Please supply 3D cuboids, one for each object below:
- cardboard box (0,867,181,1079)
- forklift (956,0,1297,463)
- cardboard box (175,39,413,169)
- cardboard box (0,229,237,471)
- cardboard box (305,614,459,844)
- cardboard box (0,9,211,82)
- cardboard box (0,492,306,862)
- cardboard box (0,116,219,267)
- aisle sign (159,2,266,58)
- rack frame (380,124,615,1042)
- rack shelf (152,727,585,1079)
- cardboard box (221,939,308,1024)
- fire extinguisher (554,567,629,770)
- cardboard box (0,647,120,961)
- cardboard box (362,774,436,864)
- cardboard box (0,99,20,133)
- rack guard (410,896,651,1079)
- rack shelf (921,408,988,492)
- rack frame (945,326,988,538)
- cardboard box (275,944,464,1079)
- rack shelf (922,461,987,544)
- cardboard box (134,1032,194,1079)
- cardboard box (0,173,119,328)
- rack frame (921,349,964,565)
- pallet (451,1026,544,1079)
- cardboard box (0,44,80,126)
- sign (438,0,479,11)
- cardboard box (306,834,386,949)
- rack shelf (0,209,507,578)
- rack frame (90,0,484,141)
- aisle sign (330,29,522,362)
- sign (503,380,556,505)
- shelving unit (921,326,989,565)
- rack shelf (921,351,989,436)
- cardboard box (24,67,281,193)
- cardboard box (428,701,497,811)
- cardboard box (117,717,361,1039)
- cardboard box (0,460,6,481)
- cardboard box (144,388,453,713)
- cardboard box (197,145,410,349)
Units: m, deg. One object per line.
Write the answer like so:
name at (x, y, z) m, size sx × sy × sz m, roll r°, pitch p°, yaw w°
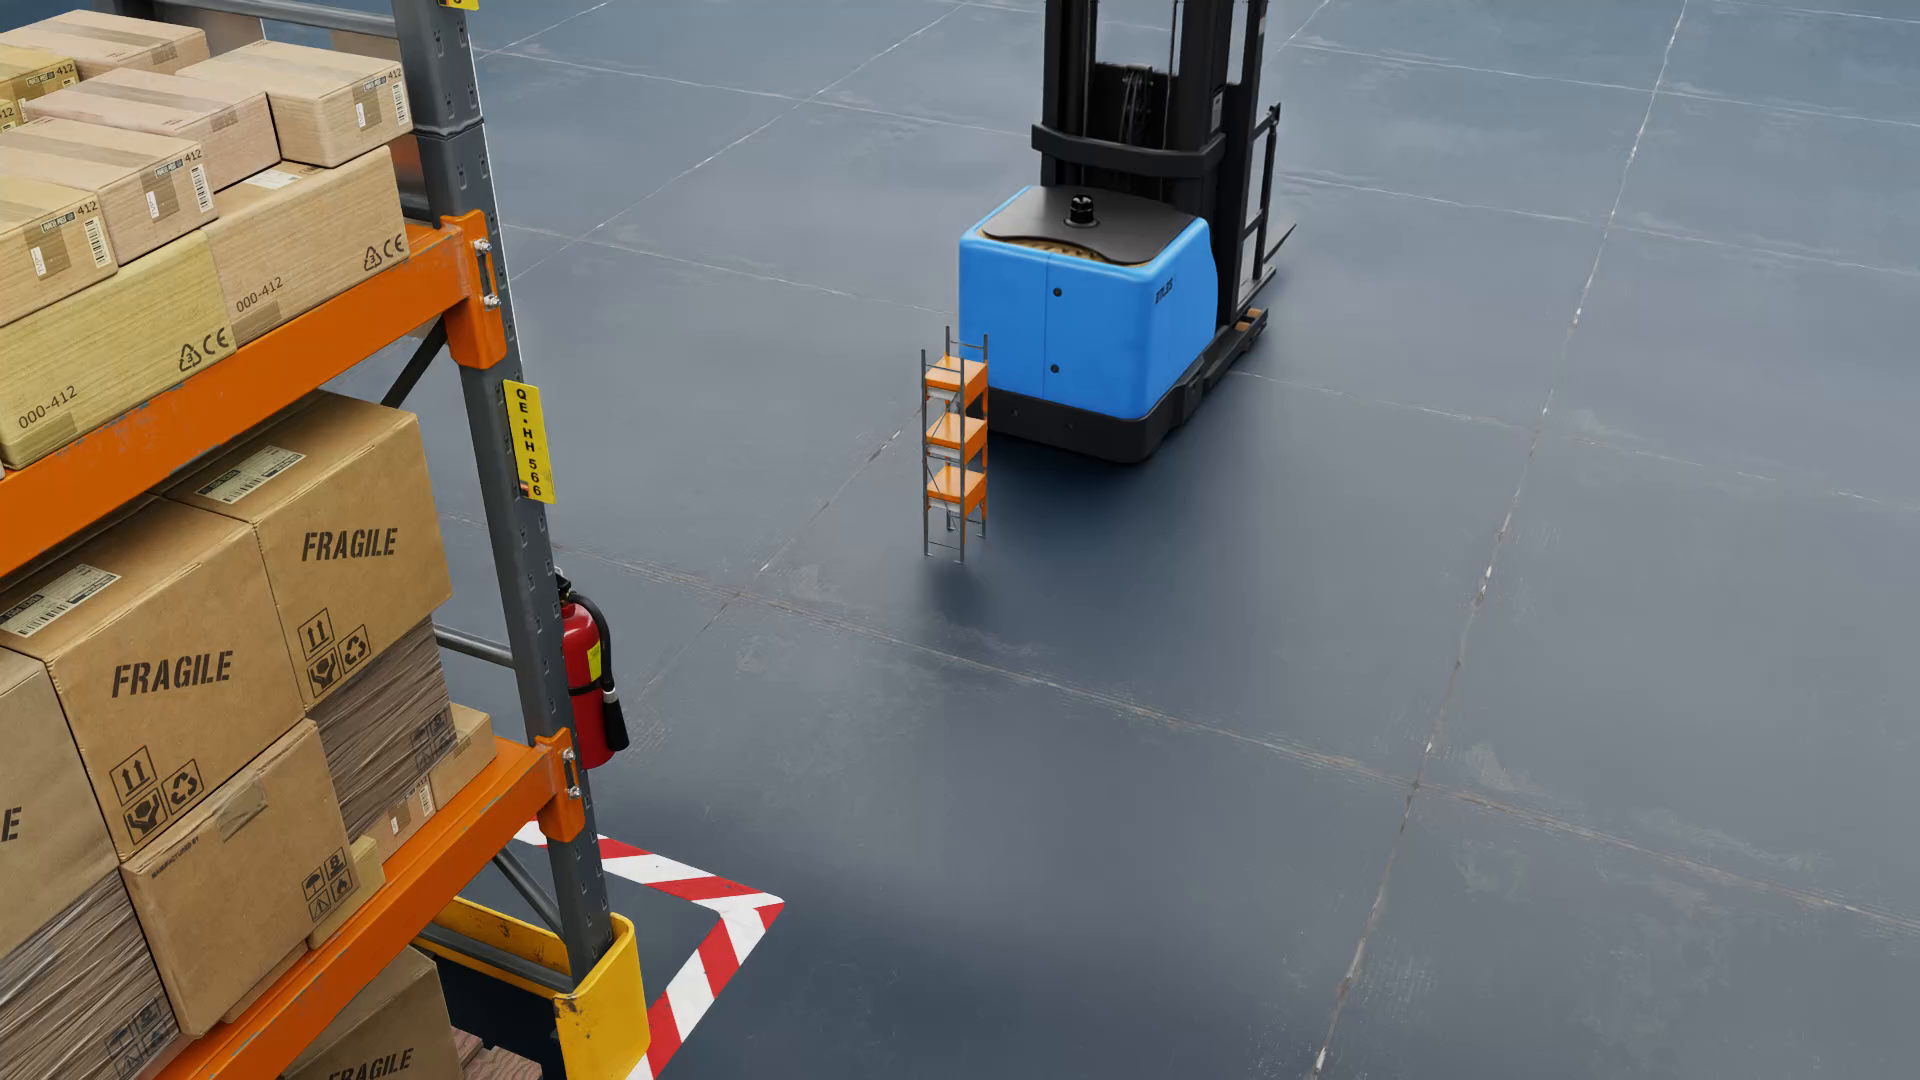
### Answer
cardboard box at (-2.141, 0.862, 3.338) m, size 0.875 × 0.500 × 0.500 m, roll 14°, pitch 36°, yaw 20°
forklift at (1.107, -2.392, 8.724) m, size 1.130 × 2.935 × 3.031 m, roll 16°, pitch 36°, yaw 23°
cardboard box at (-1.370, -0.904, 3.430) m, size 0.380 × 0.149 × 0.250 m, roll 14°, pitch 36°, yaw 20°
cardboard box at (-1.714, -0.399, 3.024) m, size 0.500 × 0.250 × 0.500 m, roll 14°, pitch 36°, yaw 21°
cardboard box at (-1.792, 0.346, 4.124) m, size 0.875 × 0.500 × 0.500 m, roll 14°, pitch 36°, yaw 20°
cardboard box at (-1.862, -1.029, 3.622) m, size 0.380 × 0.149 × 0.250 m, roll 14°, pitch 36°, yaw 20°
cardboard box at (-1.746, 0.241, 3.372) m, size 0.500 × 0.500 × 0.500 m, roll 14°, pitch 36°, yaw 20°
cardboard box at (-1.600, -0.640, 3.027) m, size 0.380 × 0.149 × 0.250 m, roll 13°, pitch 35°, yaw 18°
aisle sign at (-1.783, -0.942, 4.080) m, size 0.394 × 0.787 × 0.004 m, roll 14°, pitch 36°, yaw 20°
rack frame at (-1.537, 0.245, 4.641) m, size 1.000 × 3.000 × 0.127 m, roll 14°, pitch 36°, yaw 20°
rack shelf at (-2.374, 1.542, 3.319) m, size 1.077 × 0.370 × 4.000 m, roll 14°, pitch 36°, yaw 20°
cardboard box at (-1.750, 0.921, 3.839) m, size 0.380 × 0.149 × 0.250 m, roll 14°, pitch 36°, yaw 20°
fire extinguisher at (-1.070, 0.326, 4.588) m, size 0.296 × 0.674 × 0.183 m, roll 14°, pitch 36°, yaw 20°
cardboard box at (-1.958, 0.490, 2.993) m, size 0.500 × 0.500 × 0.500 m, roll 14°, pitch 36°, yaw 20°
cardboard box at (-1.574, 0.664, 4.232) m, size 0.380 × 0.149 × 0.250 m, roll 14°, pitch 36°, yaw 20°
cardboard box at (-2.052, -0.768, 3.224) m, size 0.380 × 0.149 × 0.250 m, roll 14°, pitch 36°, yaw 20°
rack guard at (-1.569, 1.328, 5.269) m, size 1.175 × 0.500 × 0.348 m, roll 14°, pitch 36°, yaw 20°
rack shelf at (-0.022, -0.404, 7.427) m, size 0.215 × 0.259 × 0.240 m, roll 14°, pitch 36°, yaw 20°
rack frame at (0.029, -0.473, 7.514) m, size 0.200 × 1.050 × 0.008 m, roll 14°, pitch 36°, yaw 20°
cardboard box at (-1.813, 1.422, 4.743) m, size 0.500 × 0.500 × 0.500 m, roll 21°, pitch 39°, yaw 29°
rack shelf at (-0.022, -0.171, 7.580) m, size 0.215 × 0.259 × 0.240 m, roll 14°, pitch 36°, yaw 20°
cardboard box at (-1.892, 1.036, 3.664) m, size 0.380 × 0.149 × 0.250 m, roll 14°, pitch 36°, yaw 20°
cardboard box at (-1.683, -0.509, 2.828) m, size 0.380 × 0.149 × 0.250 m, roll 14°, pitch 36°, yaw 21°
rack frame at (-0.073, -0.352, 7.329) m, size 0.200 × 1.050 × 0.008 m, roll 14°, pitch 36°, yaw 20°
pallet at (-1.941, 1.845, 4.743) m, size 1.003 × 0.211 × 1.213 m, roll 14°, pitch 36°, yaw 20°
cardboard box at (-2.058, -0.923, 3.459) m, size 0.380 × 0.149 × 0.250 m, roll 15°, pitch 36°, yaw 22°
sign at (-1.041, -1.242, 3.366) m, size 0.100 × 0.325 × 0.005 m, roll 14°, pitch 36°, yaw 20°
cardboard box at (-1.632, 0.800, 4.024) m, size 0.380 × 0.149 × 0.250 m, roll 14°, pitch 36°, yaw 20°
rack shelf at (-2.374, 0.287, 2.497) m, size 1.077 × 0.370 × 4.000 m, roll 14°, pitch 36°, yaw 20°
rack frame at (-1.537, -2.264, 2.996) m, size 1.000 × 3.000 × 0.127 m, roll 14°, pitch 36°, yaw 20°
aisle sign at (-1.238, -0.804, 3.870) m, size 0.394 × 0.787 × 0.004 m, roll 14°, pitch 36°, yaw 20°
sign at (-1.041, -0.234, 4.027) m, size 0.100 × 0.325 × 0.005 m, roll 14°, pitch 36°, yaw 20°
shelving unit at (-0.022, -0.412, 7.421) m, size 0.215 × 1.050 × 0.252 m, roll 14°, pitch 36°, yaw 20°
rack shelf at (-0.022, -0.641, 7.272) m, size 0.215 × 0.259 × 0.240 m, roll 14°, pitch 36°, yaw 20°
cardboard box at (-1.585, -0.801, 3.274) m, size 0.380 × 0.149 × 0.250 m, roll 13°, pitch 35°, yaw 19°
cardboard box at (-1.469, 0.539, 4.421) m, size 0.380 × 0.149 × 0.250 m, roll 14°, pitch 36°, yaw 20°
cardboard box at (-1.892, 0.623, 3.702) m, size 0.875 × 0.500 × 0.500 m, roll 14°, pitch 36°, yaw 20°
cardboard box at (-1.936, -0.146, 2.638) m, size 0.500 × 0.250 × 0.500 m, roll 15°, pitch 36°, yaw 22°
cardboard box at (-1.543, -0.009, 3.754) m, size 0.500 × 0.500 × 0.500 m, roll 14°, pitch 36°, yaw 20°
cardboard box at (-1.508, -0.648, 3.405) m, size 0.500 × 0.250 × 0.500 m, roll 15°, pitch 36°, yaw 22°
